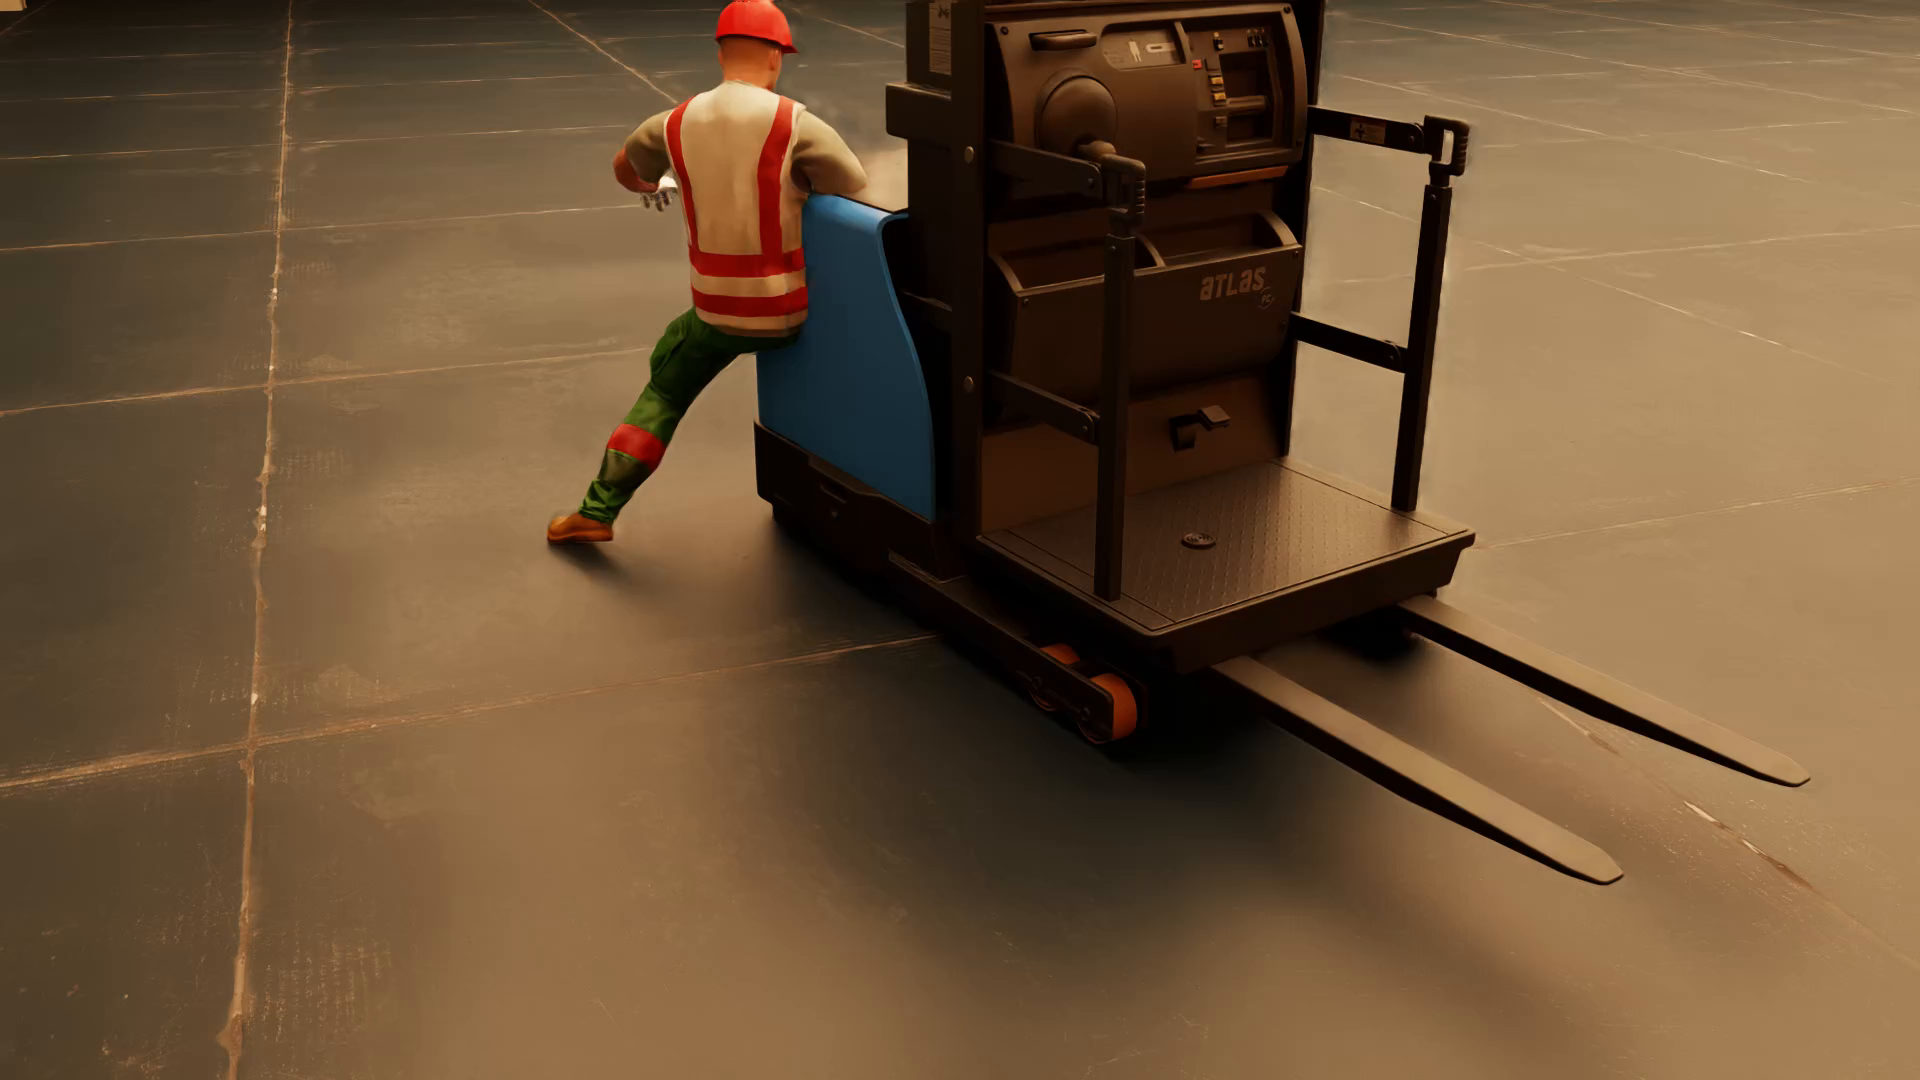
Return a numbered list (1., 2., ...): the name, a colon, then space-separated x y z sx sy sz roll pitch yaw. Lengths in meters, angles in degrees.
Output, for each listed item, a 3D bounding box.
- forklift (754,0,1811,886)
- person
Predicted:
1. forklift: 0.600 -1.079 3.865 1.130 2.935 3.031 -15 27 -31
2. person: -0.601 -0.802 4.959 1.158 1.591 1.004 7 24 17
